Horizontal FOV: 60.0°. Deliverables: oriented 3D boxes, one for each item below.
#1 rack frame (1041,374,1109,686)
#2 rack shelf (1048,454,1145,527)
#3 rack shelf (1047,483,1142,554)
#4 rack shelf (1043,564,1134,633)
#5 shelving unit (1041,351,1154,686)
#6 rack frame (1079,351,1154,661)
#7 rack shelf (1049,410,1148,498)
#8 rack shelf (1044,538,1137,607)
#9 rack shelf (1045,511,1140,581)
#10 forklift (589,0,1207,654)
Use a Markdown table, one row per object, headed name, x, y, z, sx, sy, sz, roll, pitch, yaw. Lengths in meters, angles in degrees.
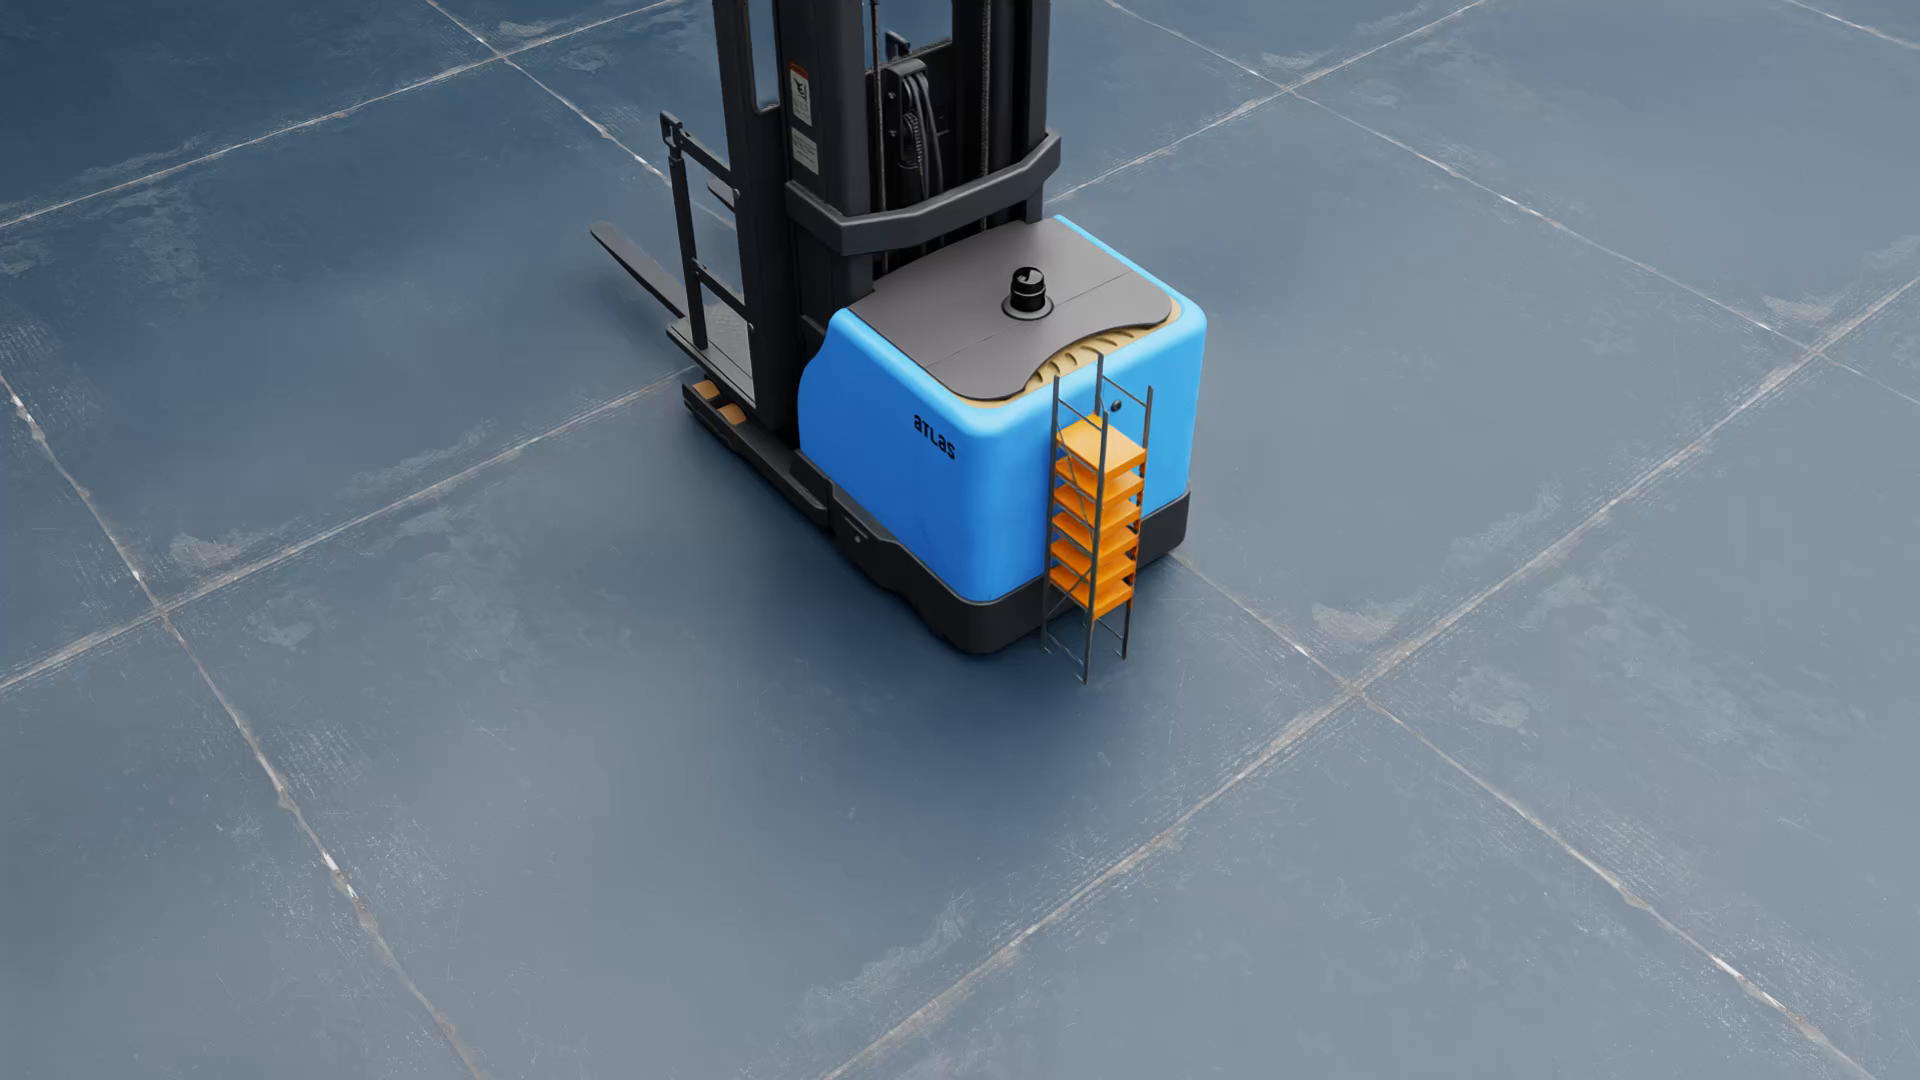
| name | x | y | z | sx | sy | sz | roll | pitch | yaw |
| --- | --- | --- | --- | --- | --- | --- | --- | --- | --- |
| rack frame | 0.361 | -0.001 | 5.374 | 0.006 | 1.200 | 0.240 | -29 | 50 | -27 |
| rack shelf | 0.432 | -0.183 | 5.283 | 0.180 | 0.103 | 0.258 | -29 | 50 | -27 |
| rack shelf | 0.432 | -0.095 | 5.365 | 0.180 | 0.103 | 0.258 | -29 | 50 | -27 |
| rack shelf | 0.432 | 0.167 | 5.611 | 0.180 | 0.103 | 0.258 | -29 | 50 | -27 |
| shelving unit | 0.432 | -0.040 | 5.416 | 0.189 | 1.200 | 0.258 | -29 | 50 | -27 |
| rack frame | 0.503 | -0.080 | 5.459 | 0.006 | 1.200 | 0.240 | -29 | 50 | -27 |
| rack shelf | 0.432 | -0.270 | 5.200 | 0.180 | 0.103 | 0.258 | -29 | 50 | -27 |
| rack shelf | 0.432 | 0.080 | 5.529 | 0.180 | 0.103 | 0.258 | -29 | 50 | -27 |
| rack shelf | 0.432 | -0.008 | 5.447 | 0.180 | 0.103 | 0.258 | -29 | 50 | -27 |
| forklift | -0.464 | -1.633 | 5.847 | 1.130 | 2.935 | 3.031 | -28 | 50 | -27 |
